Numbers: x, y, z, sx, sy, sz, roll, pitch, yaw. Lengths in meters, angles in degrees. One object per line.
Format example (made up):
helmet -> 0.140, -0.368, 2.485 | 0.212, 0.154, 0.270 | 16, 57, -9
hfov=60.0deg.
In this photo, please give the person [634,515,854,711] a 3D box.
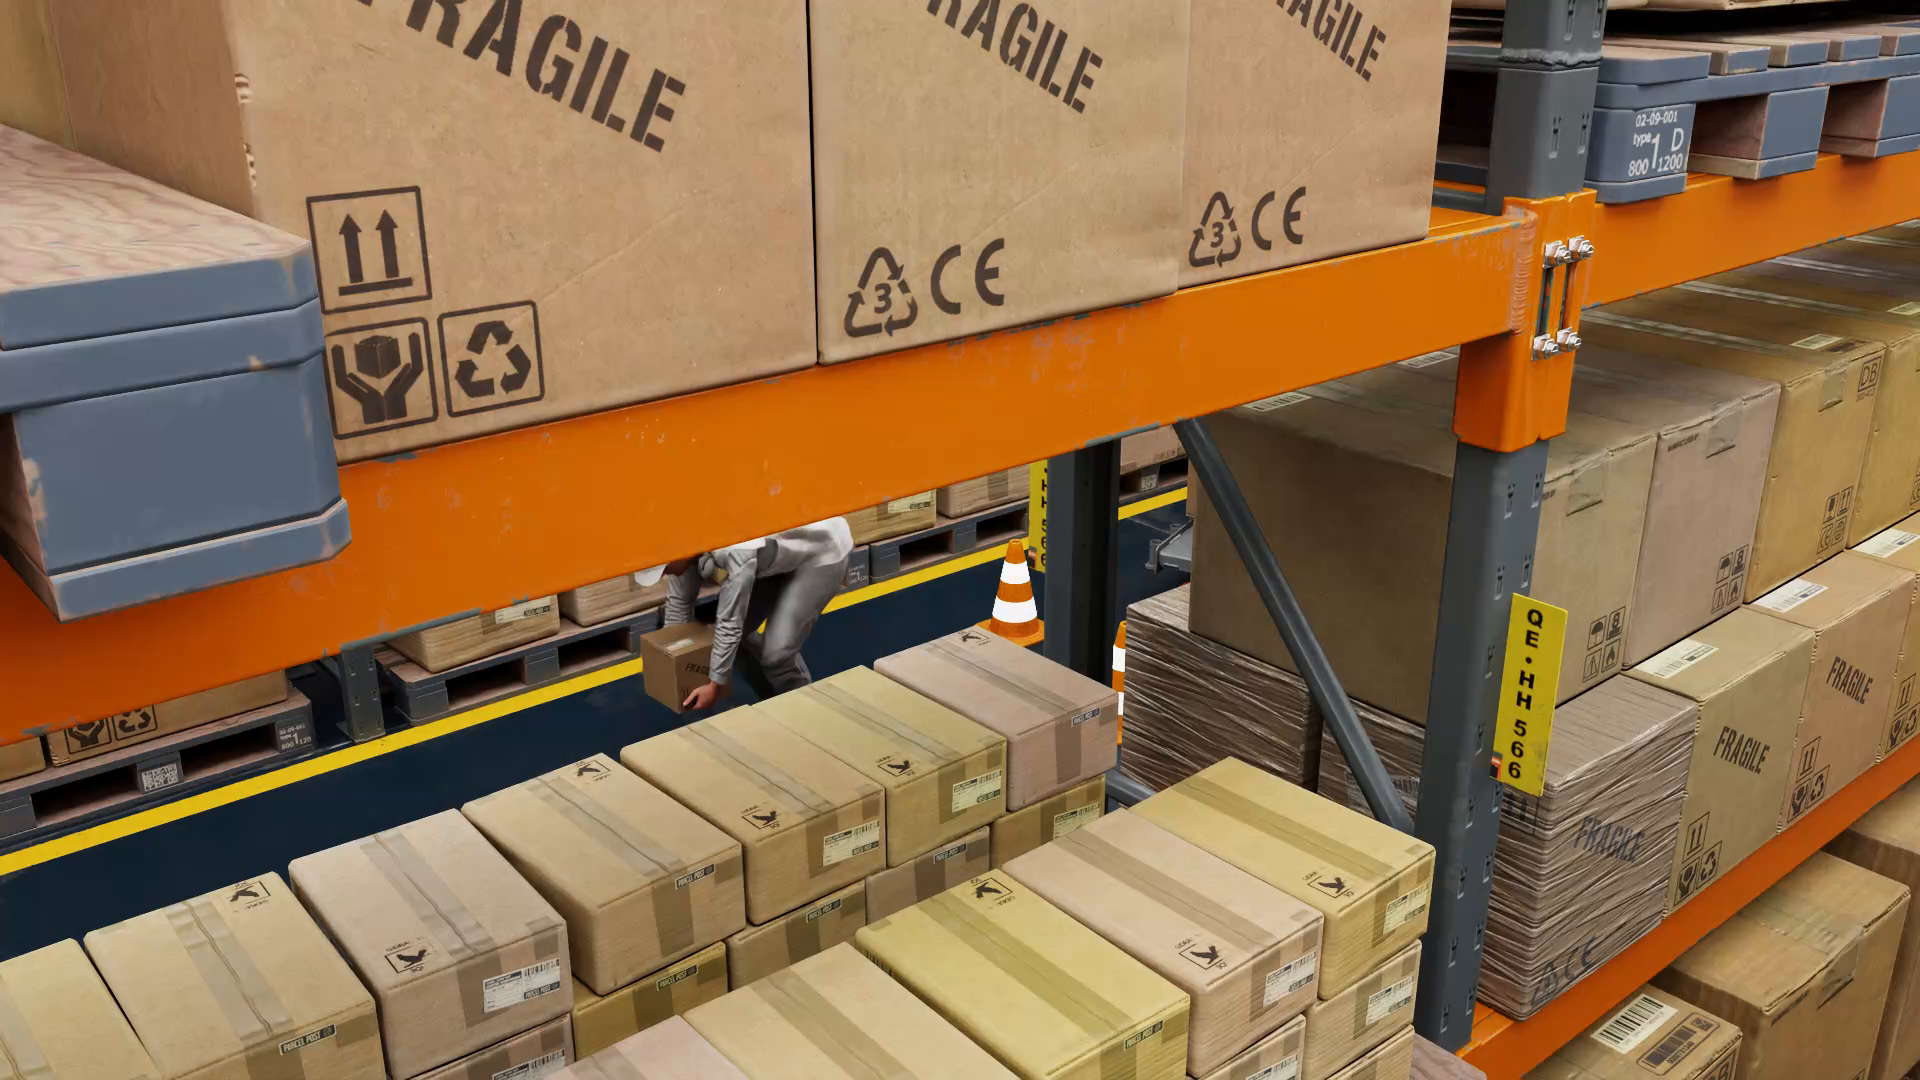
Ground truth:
person -> -0.875, 0.326, 6.588 | 0.991, 1.133, 0.486 | -19, 28, -40
